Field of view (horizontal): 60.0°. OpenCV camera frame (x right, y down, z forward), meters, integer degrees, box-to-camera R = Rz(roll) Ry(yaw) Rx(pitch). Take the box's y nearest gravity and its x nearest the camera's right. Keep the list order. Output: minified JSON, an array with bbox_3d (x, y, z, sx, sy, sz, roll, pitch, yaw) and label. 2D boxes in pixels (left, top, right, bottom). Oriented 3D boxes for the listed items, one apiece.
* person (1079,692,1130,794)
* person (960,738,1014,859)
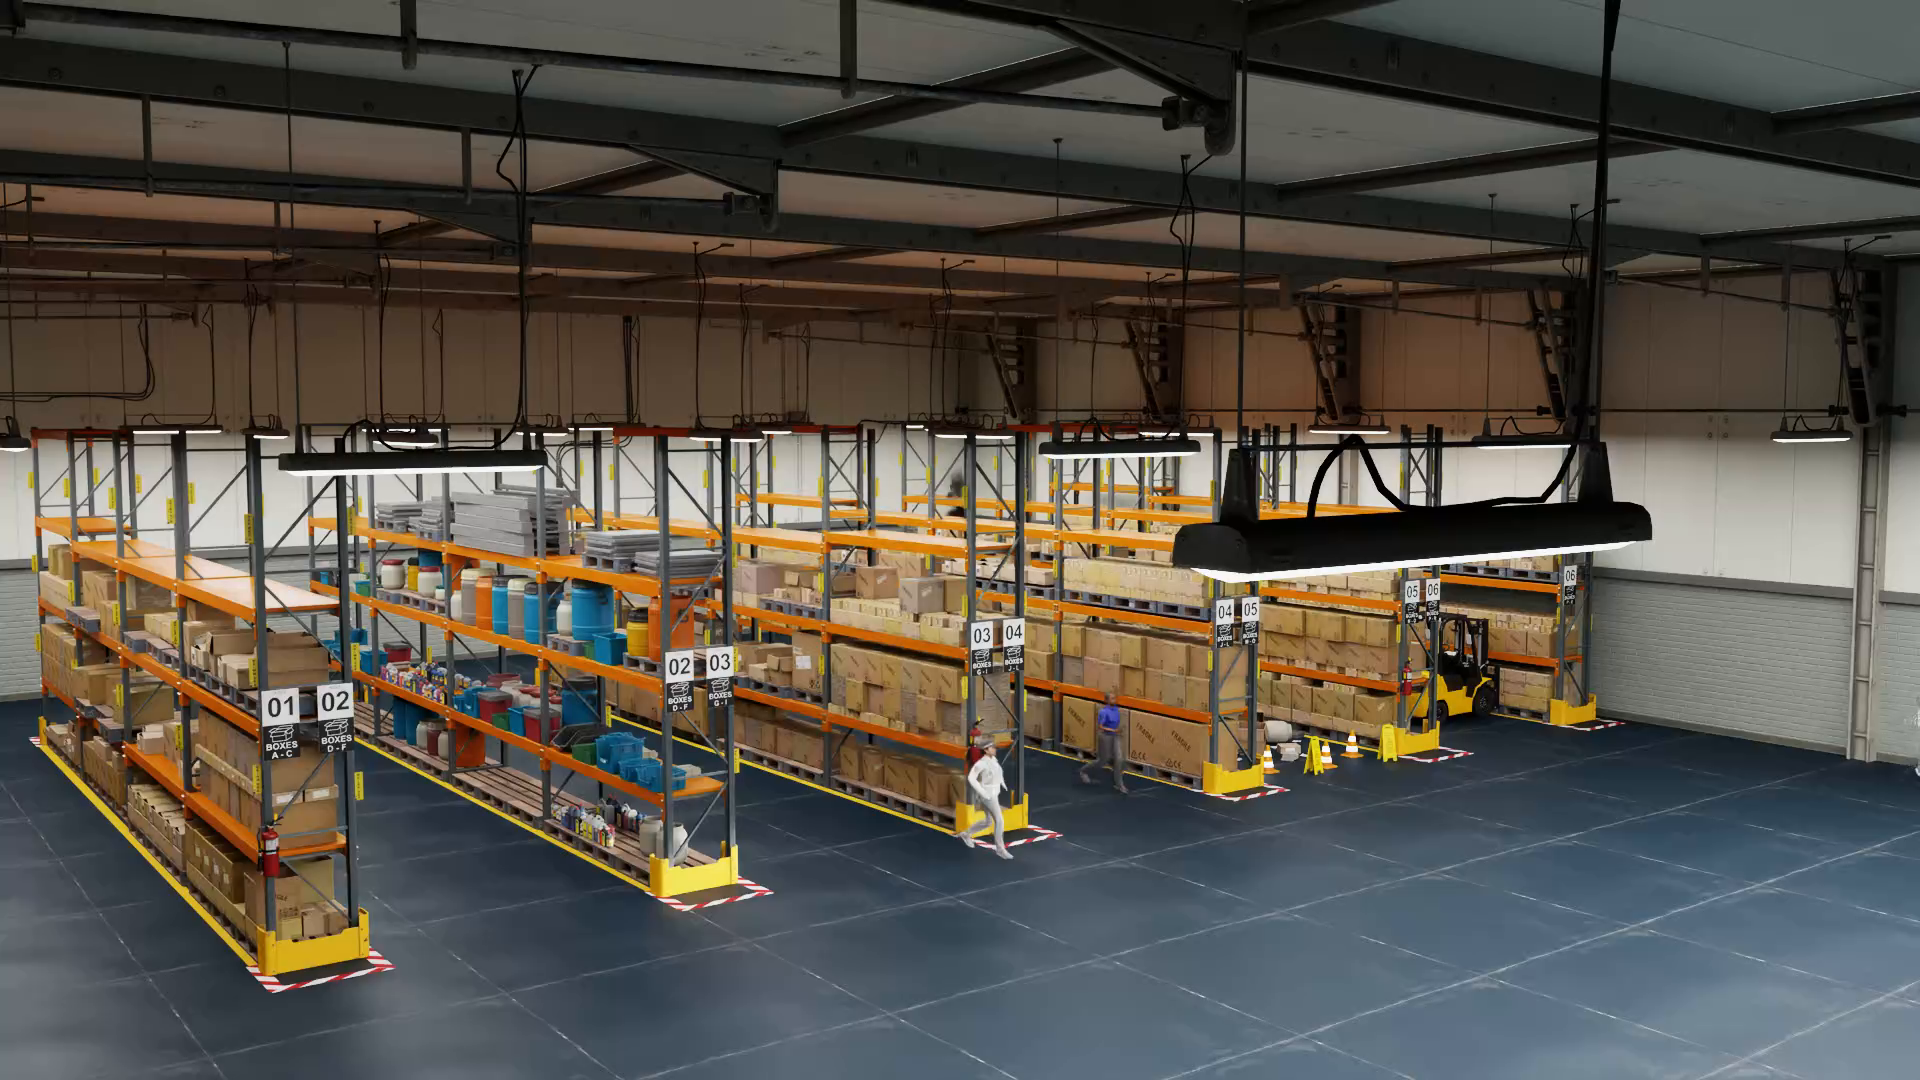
[{"bbox_3d":[2.432,3.348,27.677,0.918,1.653,0.560,4,6,42],"label":"person"},{"bbox_3d":[0.399,3.651,23.640,0.812,1.717,0.646,2,5,19],"label":"person"}]
